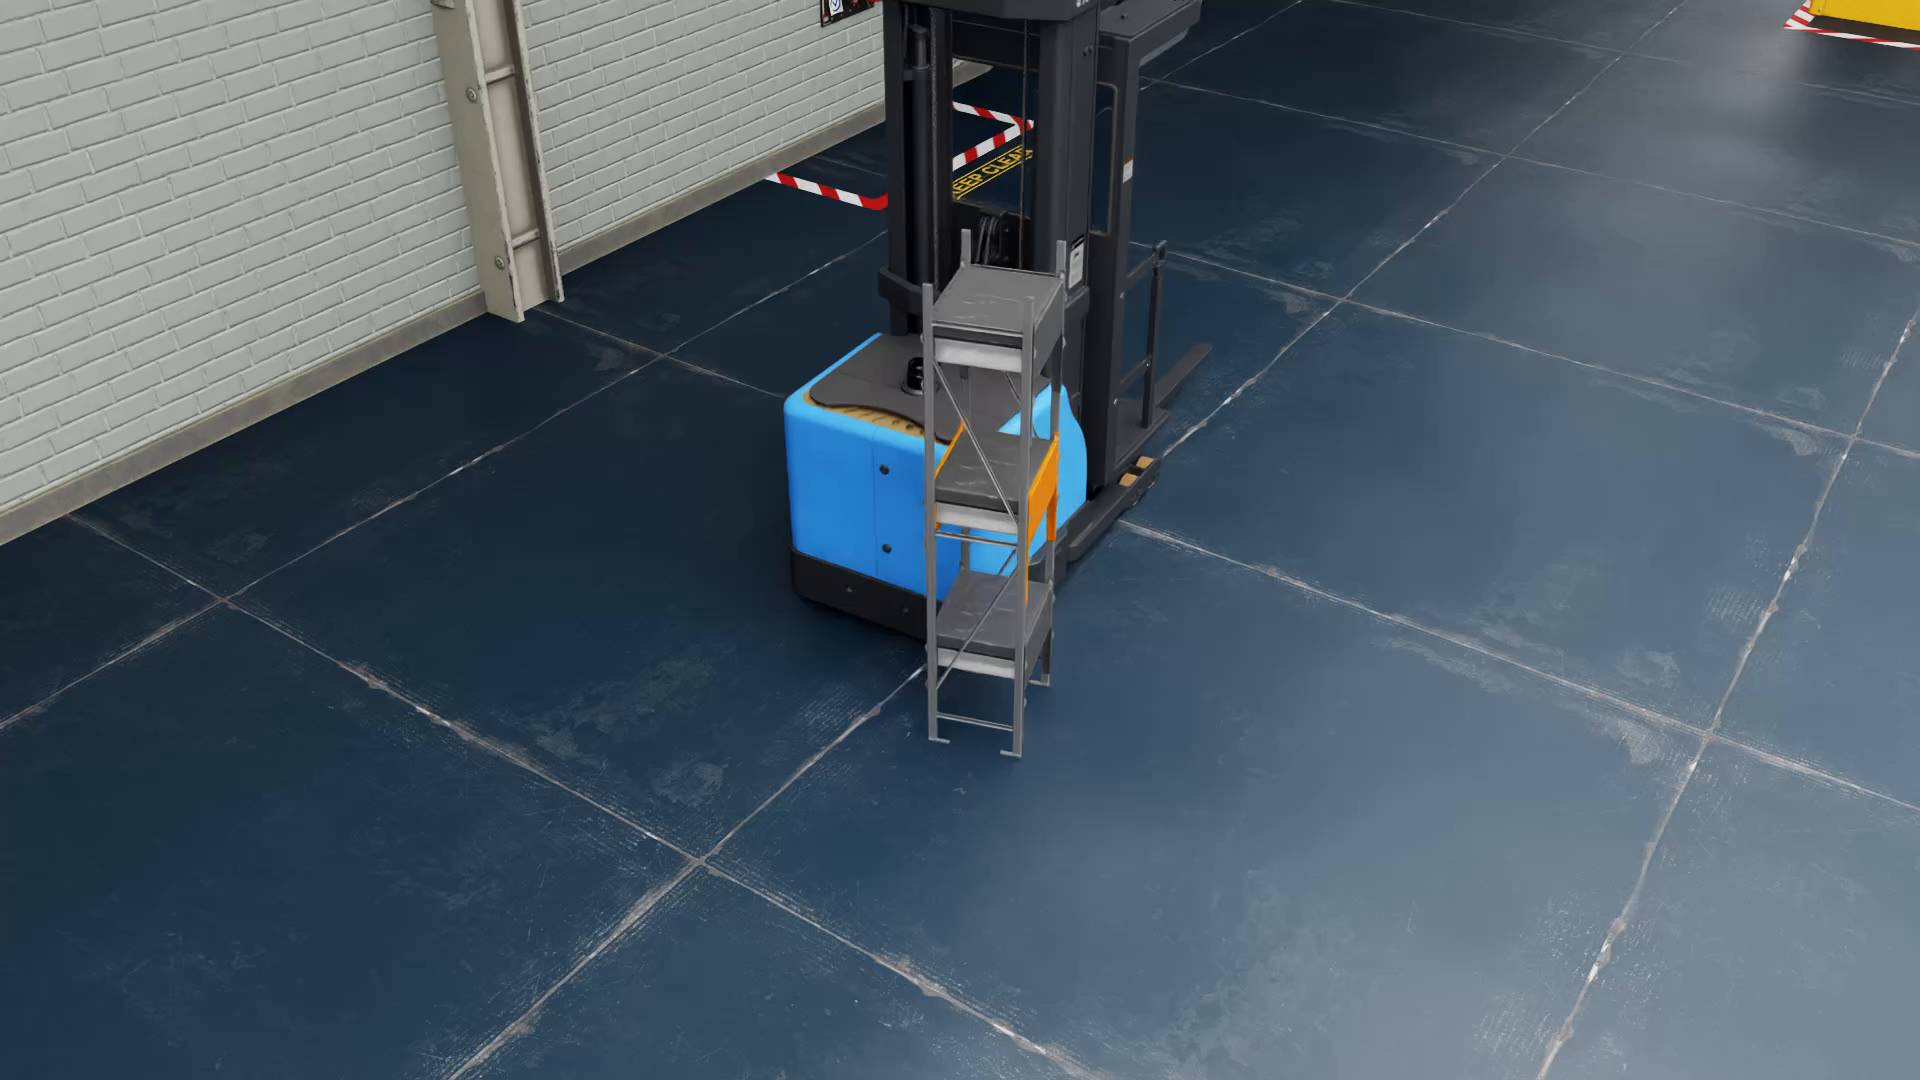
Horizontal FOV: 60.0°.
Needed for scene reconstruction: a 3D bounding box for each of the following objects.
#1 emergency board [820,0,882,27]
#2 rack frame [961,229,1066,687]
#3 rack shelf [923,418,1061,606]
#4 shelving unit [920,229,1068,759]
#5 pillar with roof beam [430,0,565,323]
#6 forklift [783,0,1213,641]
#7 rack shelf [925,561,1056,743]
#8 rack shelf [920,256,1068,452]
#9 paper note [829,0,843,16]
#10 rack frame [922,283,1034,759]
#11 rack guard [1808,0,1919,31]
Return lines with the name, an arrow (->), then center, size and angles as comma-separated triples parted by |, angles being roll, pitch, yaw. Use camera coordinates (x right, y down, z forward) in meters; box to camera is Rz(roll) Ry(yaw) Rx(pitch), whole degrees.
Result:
emergency board -> -0.750, -4.355, 12.012 | 0.194, 1.169, 0.643 | 21, 39, 28
rack frame -> 0.199, -0.260, 6.760 | 0.400, 2.100, 0.015 | 9, 35, 13
rack shelf -> 0.130, -0.117, 6.573 | 0.431, 0.518, 0.480 | 9, 35, 13
shelving unit -> 0.130, -0.128, 6.566 | 0.431, 2.100, 0.503 | 9, 35, 13
pillar with roof beam -> 0.806, -3.829, 5.878 | 9.100, 9.000, 0.400 | 21, 39, 28
forklift -> 0.390, -1.507, 7.863 | 1.130, 2.935, 3.031 | 18, 38, 25
rack shelf -> 0.130, 0.463, 6.965 | 0.431, 0.518, 0.480 | 9, 35, 13
rack shelf -> 0.130, -0.697, 6.181 | 0.431, 0.518, 0.480 | 9, 35, 13
paper note -> -0.907, -3.930, 12.171 | 0.016, 0.148, 0.142 | 21, 39, 28
rack frame -> 0.062, 0.003, 6.372 | 0.400, 2.100, 0.015 | 9, 35, 13
rack guard -> 8.481, -5.015, 15.220 | 1.175, 0.500, 0.348 | 21, 39, 28
